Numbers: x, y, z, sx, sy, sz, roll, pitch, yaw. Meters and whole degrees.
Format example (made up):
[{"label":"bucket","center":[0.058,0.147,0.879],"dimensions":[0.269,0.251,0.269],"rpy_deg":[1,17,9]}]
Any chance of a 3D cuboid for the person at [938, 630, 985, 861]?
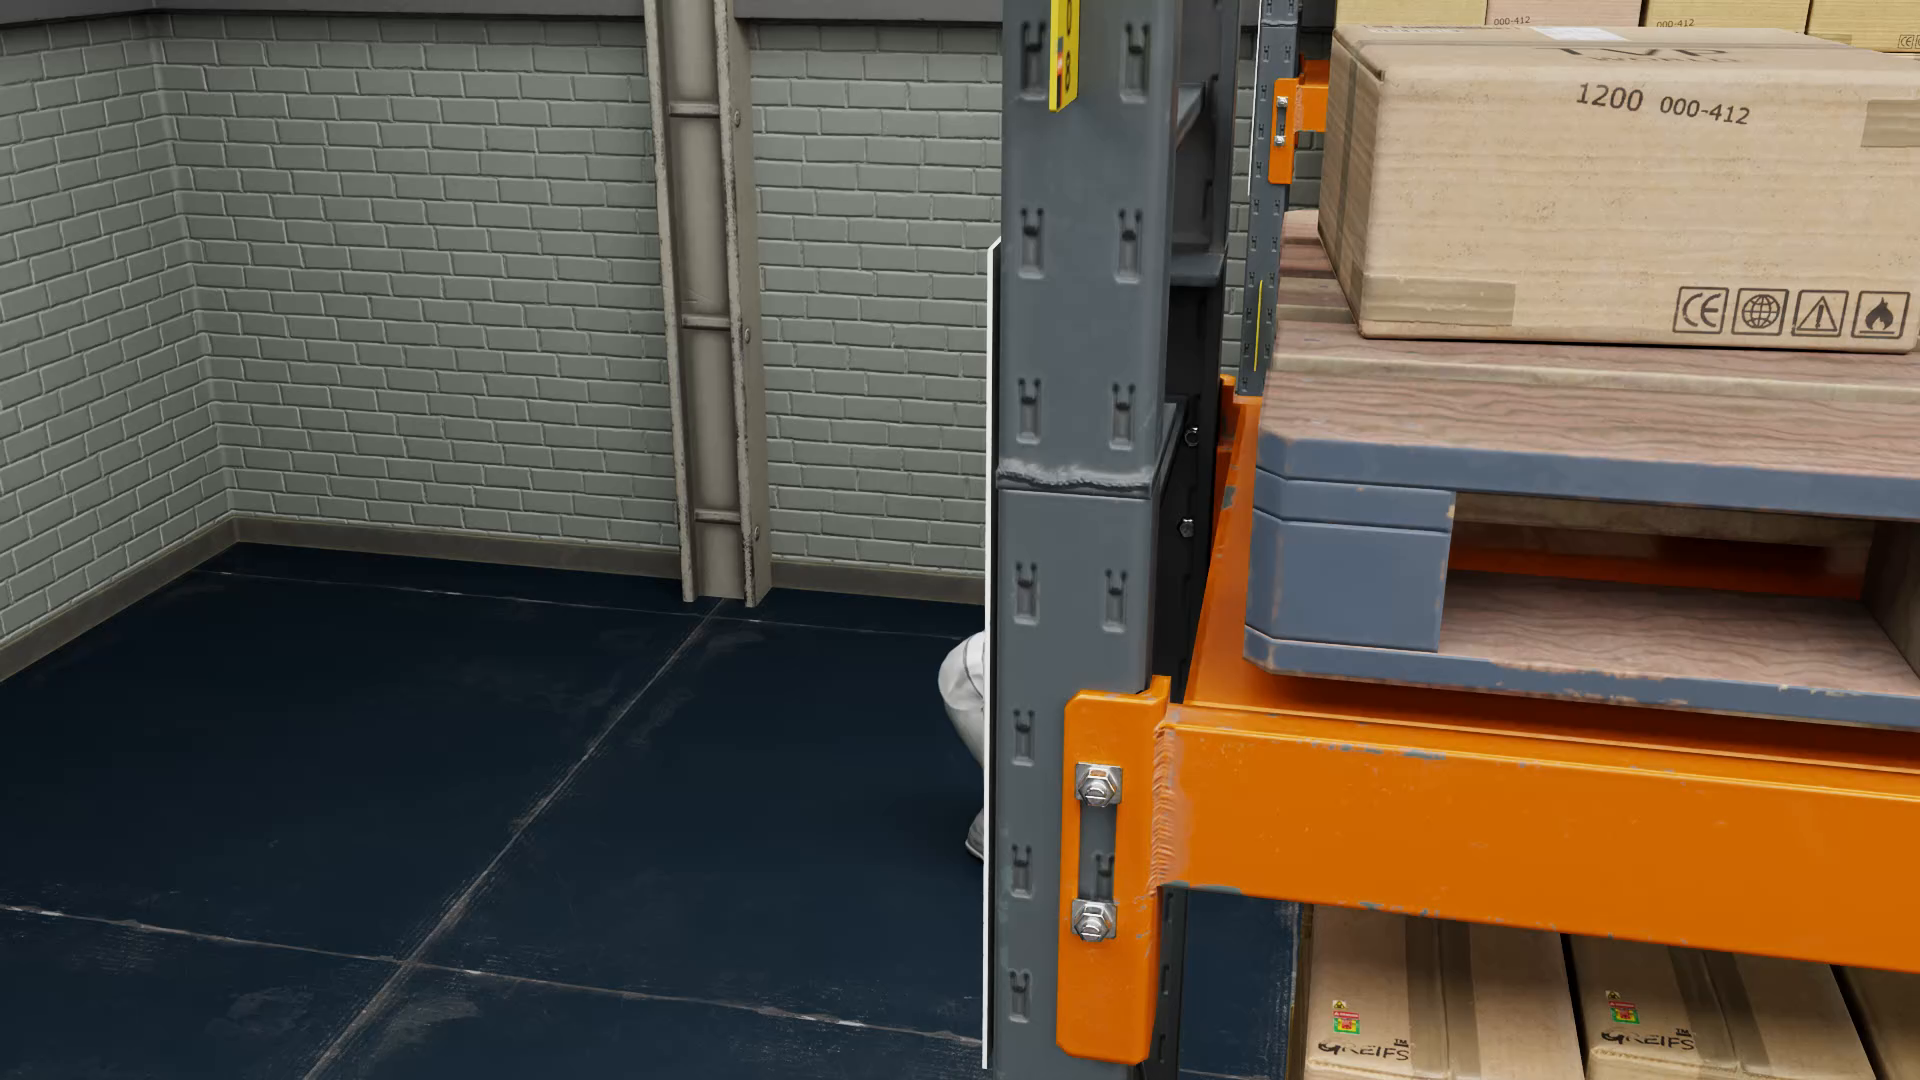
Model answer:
[{"label":"person","center":[0.379,0.757,6.133],"dimensions":[1.011,1.035,0.544],"rpy_deg":[19,28,40]}]
